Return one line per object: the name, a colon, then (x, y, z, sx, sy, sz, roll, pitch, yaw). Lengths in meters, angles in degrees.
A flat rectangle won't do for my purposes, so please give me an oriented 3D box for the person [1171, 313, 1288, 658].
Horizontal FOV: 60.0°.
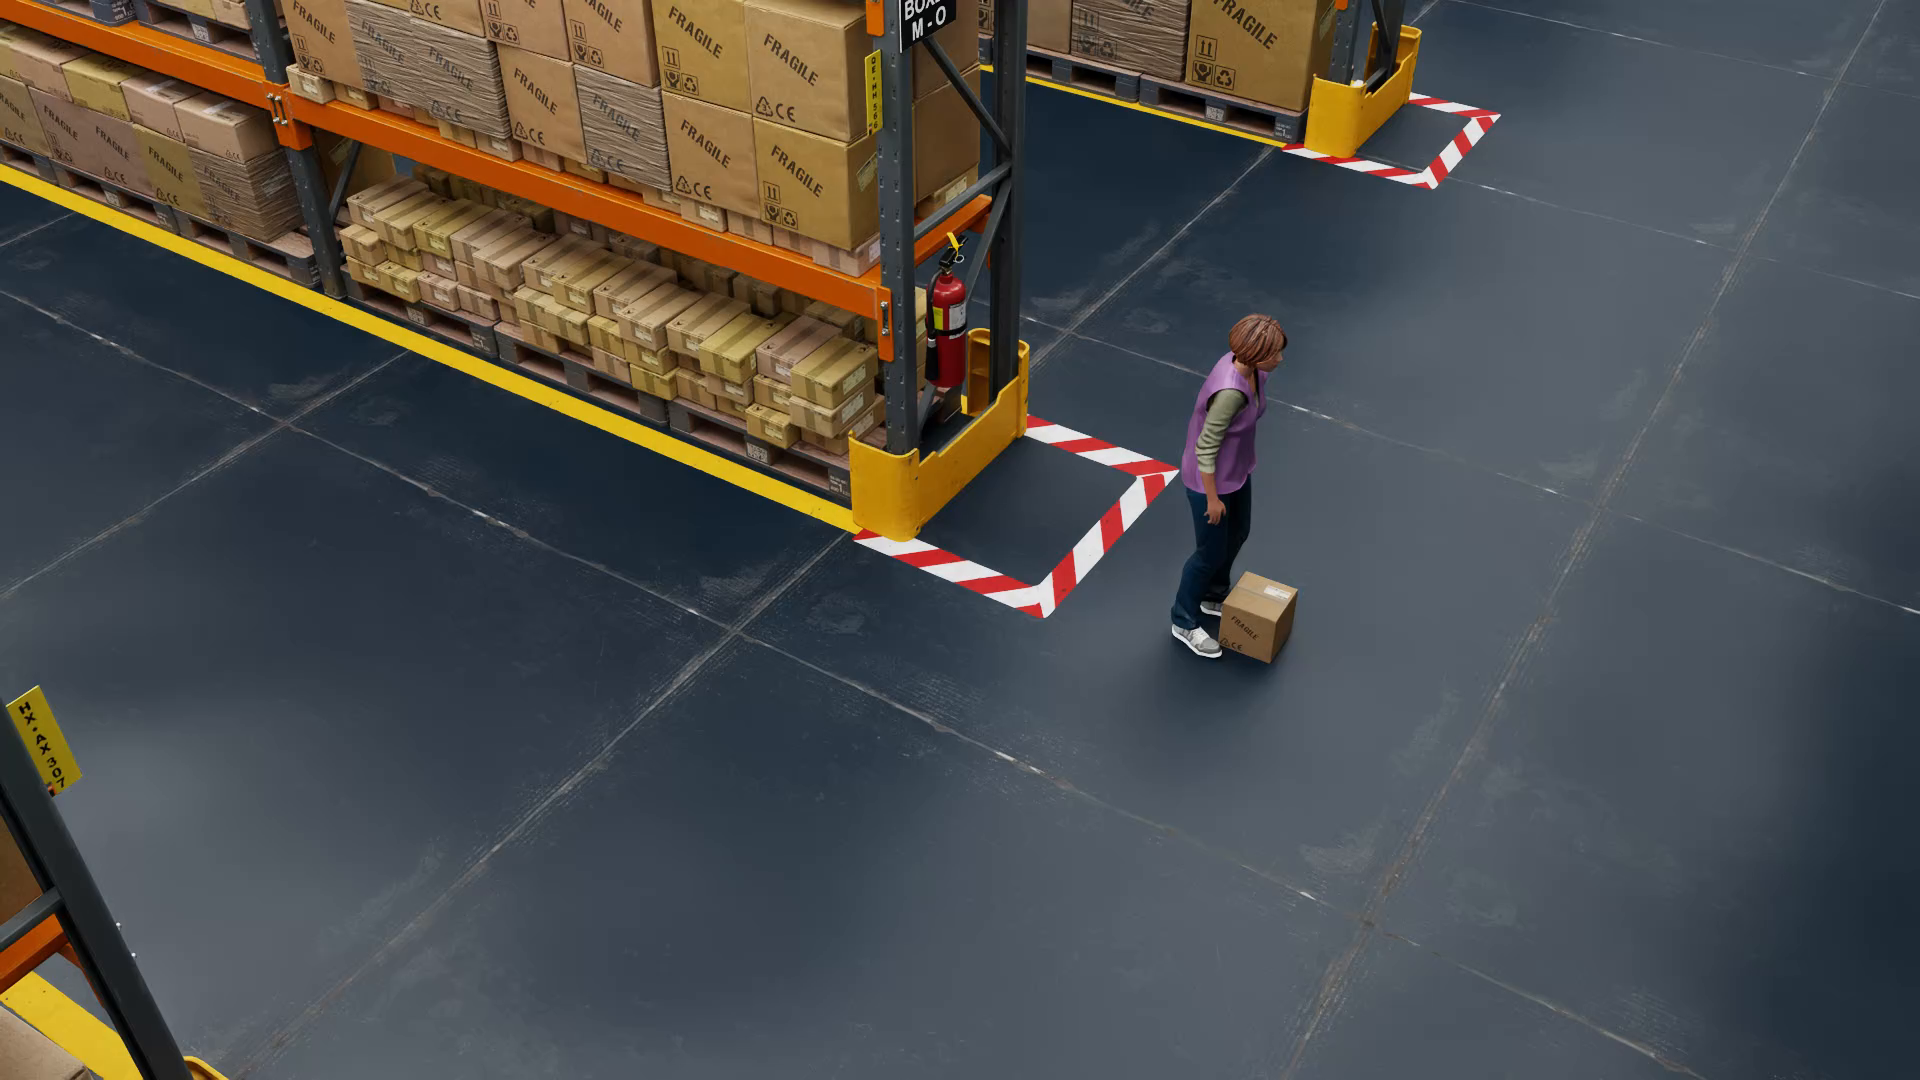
person: (1.125, -0.254, 7.002, 0.375, 1.593, 0.484, 19, 43, 22)
